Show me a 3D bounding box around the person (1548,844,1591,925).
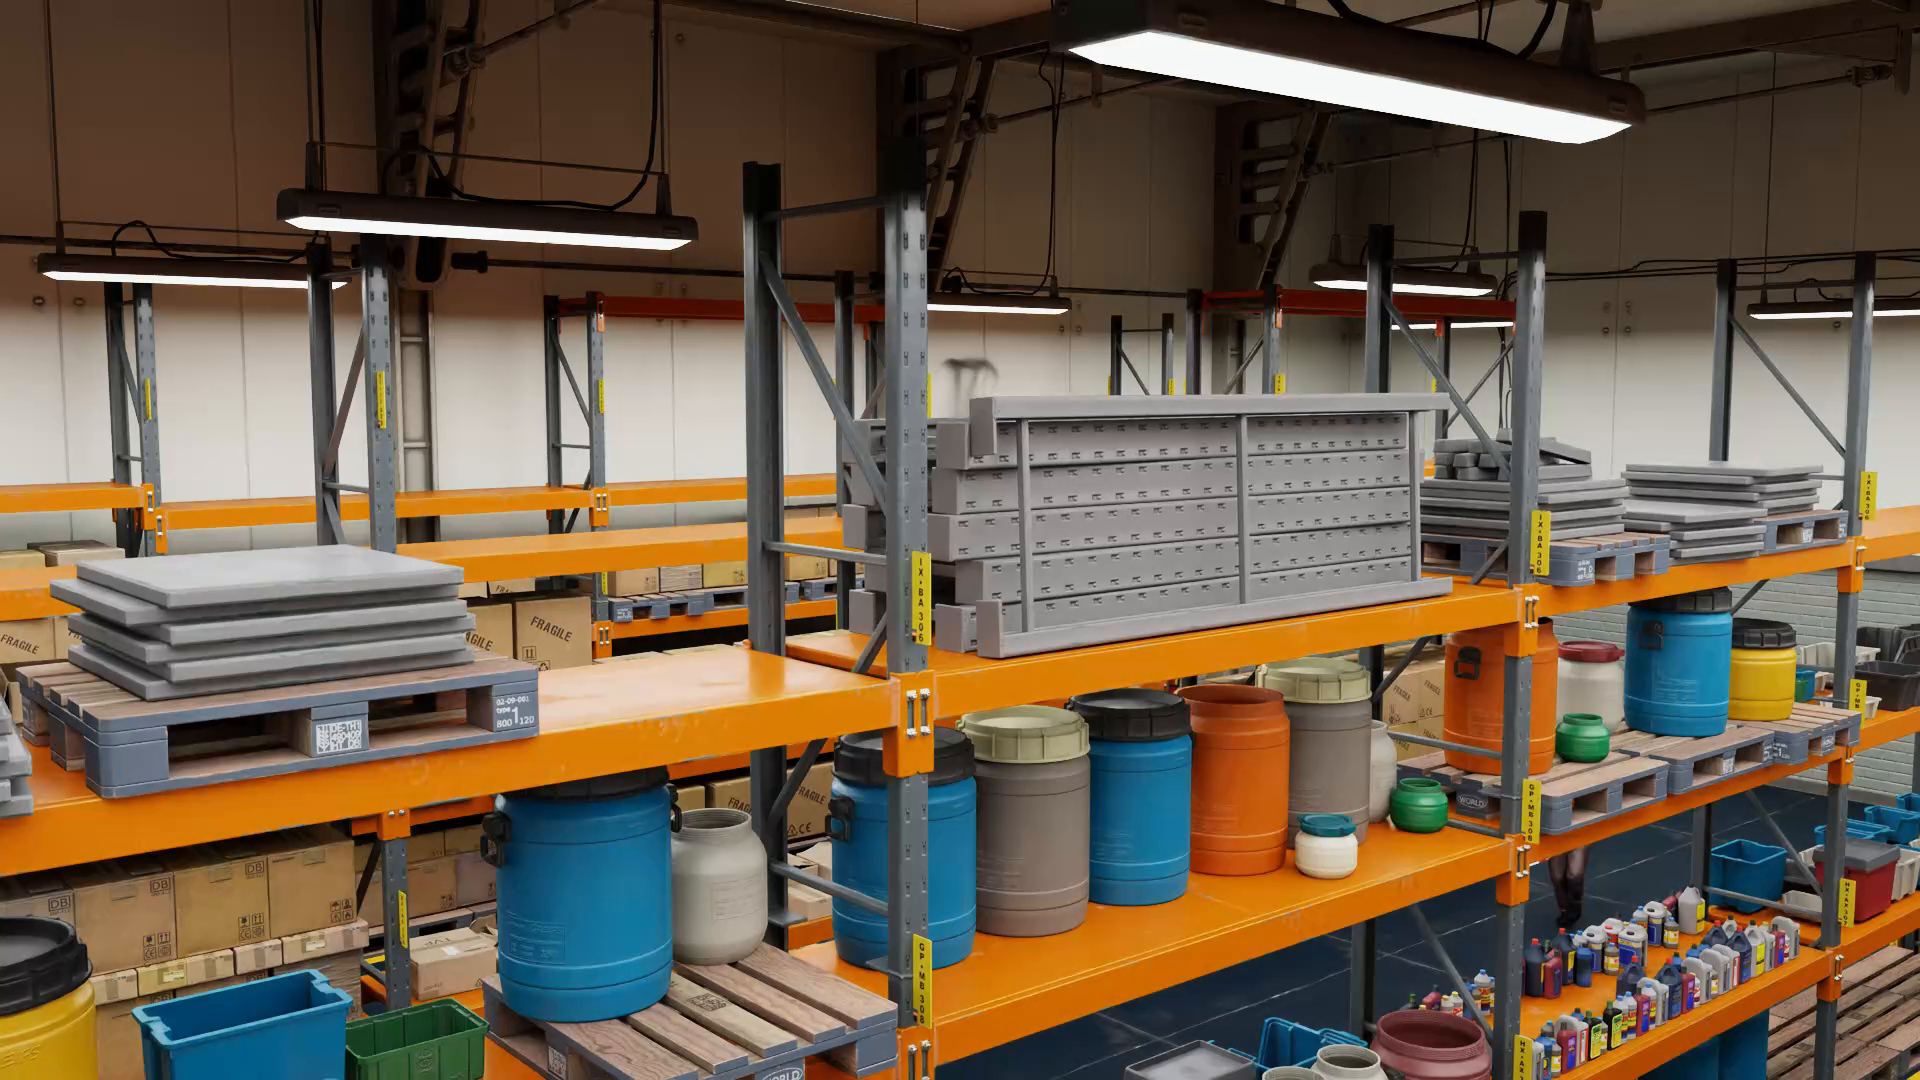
[{"bbox_3d":[5.739,2.820,15.691,0.683,1.687,0.558,3,6,30],"label":"person"}]
